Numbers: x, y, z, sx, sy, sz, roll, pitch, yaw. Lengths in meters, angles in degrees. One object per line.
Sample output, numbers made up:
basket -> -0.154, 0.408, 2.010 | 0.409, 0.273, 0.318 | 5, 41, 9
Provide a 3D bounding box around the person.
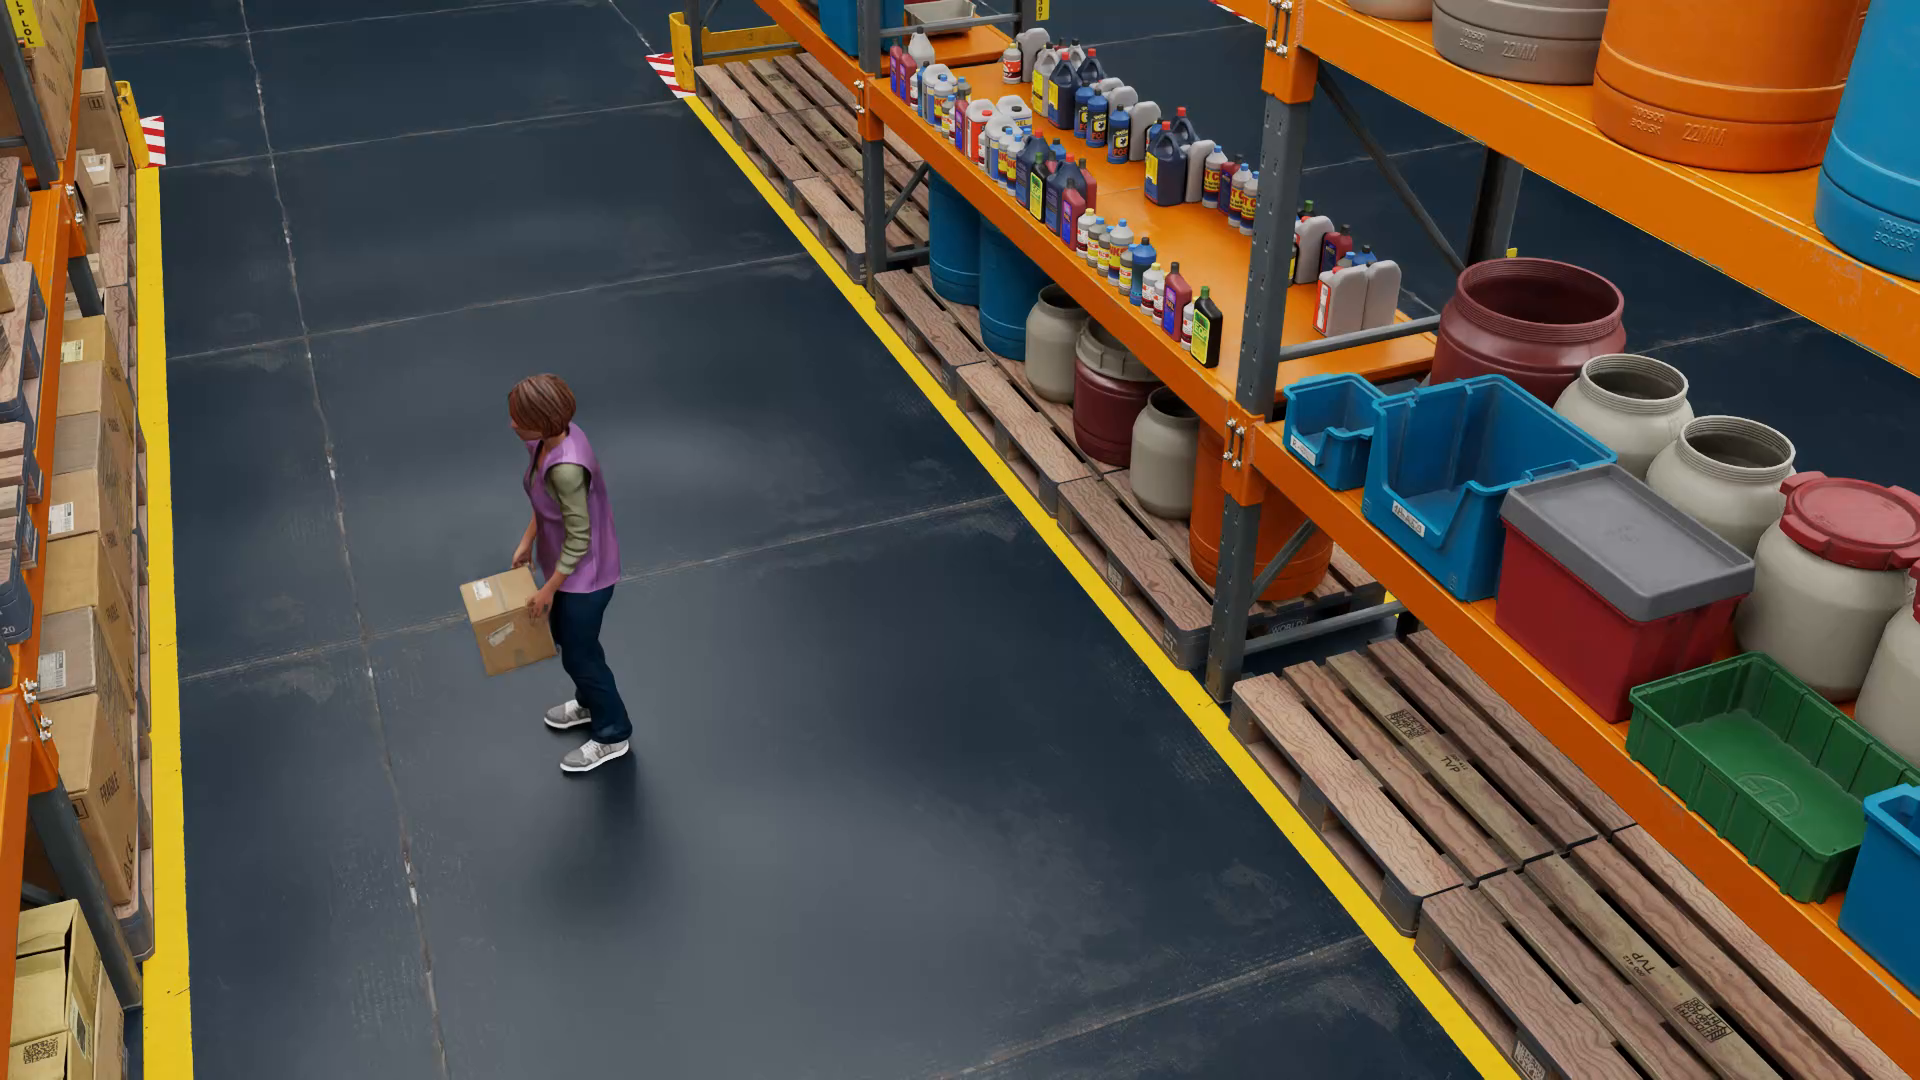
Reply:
person -> -1.406, 0.116, 5.972 | 0.359, 1.601, 0.446 | -14, 36, -20
